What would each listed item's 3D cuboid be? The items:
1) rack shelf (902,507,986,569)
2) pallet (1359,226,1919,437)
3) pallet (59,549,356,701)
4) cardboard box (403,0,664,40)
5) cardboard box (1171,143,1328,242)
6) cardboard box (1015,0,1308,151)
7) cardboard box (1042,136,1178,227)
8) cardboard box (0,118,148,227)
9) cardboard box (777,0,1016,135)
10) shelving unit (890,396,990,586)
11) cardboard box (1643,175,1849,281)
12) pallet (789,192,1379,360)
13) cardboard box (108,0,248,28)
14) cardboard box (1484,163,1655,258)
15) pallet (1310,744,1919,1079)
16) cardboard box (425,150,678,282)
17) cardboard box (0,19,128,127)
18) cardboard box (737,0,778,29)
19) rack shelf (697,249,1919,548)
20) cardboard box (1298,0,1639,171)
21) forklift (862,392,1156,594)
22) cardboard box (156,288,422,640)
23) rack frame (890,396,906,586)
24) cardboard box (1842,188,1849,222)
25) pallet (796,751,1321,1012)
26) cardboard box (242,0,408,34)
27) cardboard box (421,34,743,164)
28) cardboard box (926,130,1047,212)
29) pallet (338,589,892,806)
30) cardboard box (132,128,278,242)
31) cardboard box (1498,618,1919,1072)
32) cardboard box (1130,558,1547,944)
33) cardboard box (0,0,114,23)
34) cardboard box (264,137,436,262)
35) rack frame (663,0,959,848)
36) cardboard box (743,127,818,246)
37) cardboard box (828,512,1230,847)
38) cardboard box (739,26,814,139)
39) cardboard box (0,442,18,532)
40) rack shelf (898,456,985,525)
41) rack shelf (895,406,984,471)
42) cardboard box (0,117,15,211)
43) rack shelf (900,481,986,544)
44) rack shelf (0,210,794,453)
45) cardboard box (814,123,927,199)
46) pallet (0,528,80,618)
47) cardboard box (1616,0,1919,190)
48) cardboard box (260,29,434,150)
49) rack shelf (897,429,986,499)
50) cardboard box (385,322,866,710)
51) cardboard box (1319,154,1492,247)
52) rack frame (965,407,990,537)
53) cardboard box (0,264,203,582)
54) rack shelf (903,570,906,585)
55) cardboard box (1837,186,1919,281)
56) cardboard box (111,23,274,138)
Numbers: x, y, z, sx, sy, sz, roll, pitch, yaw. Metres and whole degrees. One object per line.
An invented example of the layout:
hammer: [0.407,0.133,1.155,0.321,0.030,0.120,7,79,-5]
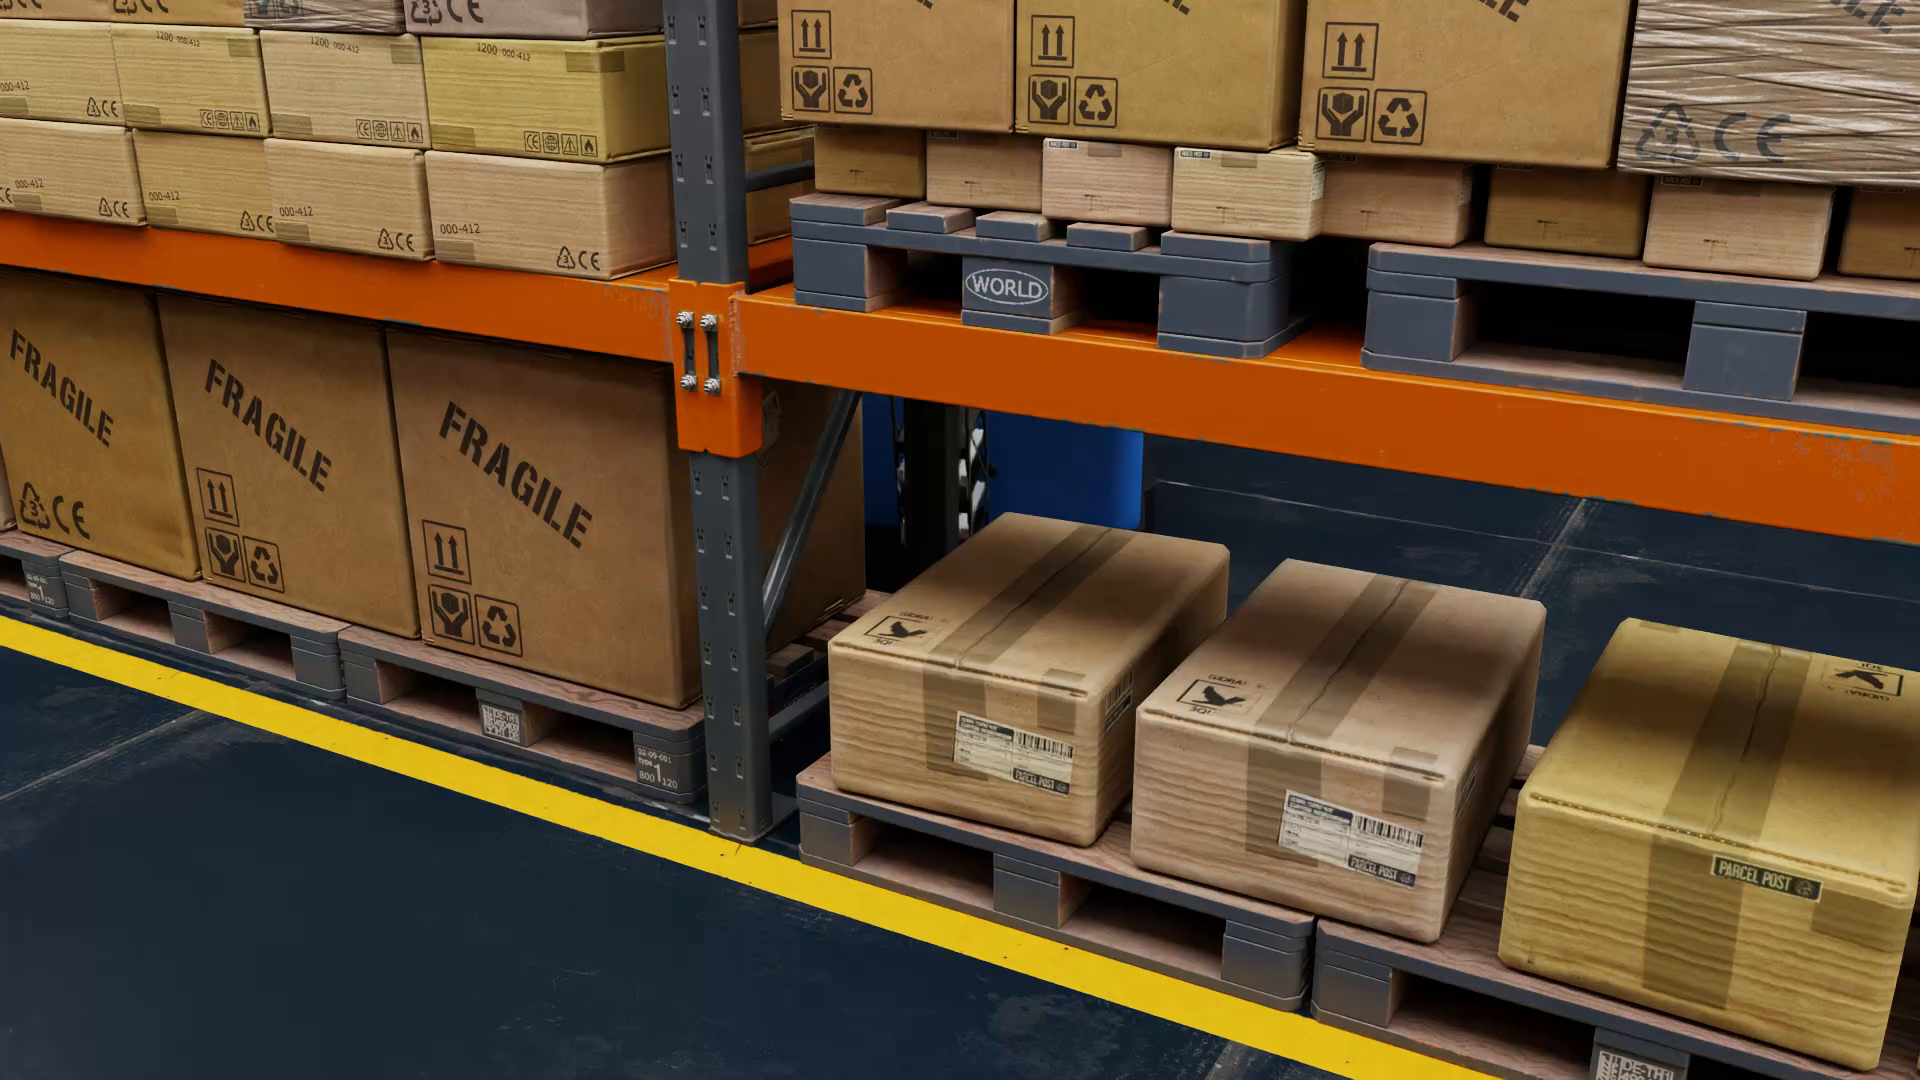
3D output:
rack shelf: [-0.041,-0.008,4.834,0.200,0.077,0.258,6,37,11]
pallet: [1.452,-0.443,2.970,1.213,0.211,1.003,11,23,27]
pallet: [-2.009,0.103,5.270,1.213,0.211,1.003,11,23,27]
cardboard box: [-0.875,-1.376,3.646,0.500,0.500,0.500,10,22,26]
cardboard box: [0.574,-0.652,3.017,0.250,0.149,0.380,11,23,28]
cardboard box: [0.442,-1.007,3.043,0.500,0.500,0.500,12,23,30]
cardboard box: [0.343,-0.704,3.161,0.250,0.149,0.380,9,22,24]
cardboard box: [-2.209,-1.032,4.532,0.500,0.250,0.500,10,22,26]
cardboard box: [-0.016,-1.091,3.276,0.500,0.500,0.500,10,22,26]
shelving unit: [-0.045,-0.108,4.761,0.210,0.900,0.258,6,37,11]
cardboard box: [1.284,-0.537,2.700,0.250,0.149,0.380,12,23,29]
pallet: [0.378,-0.674,3.605,1.003,0.211,1.213,11,23,27]
cardboard box: [-1.758,-1.543,4.108,0.500,0.500,0.500,11,23,27]
cardboard box: [1.088,-0.600,2.874,0.250,0.149,0.380,12,23,29]
pallet: [1.446,0.794,3.367,1.213,0.211,1.003,11,23,27]
cardboard box: [-0.865,-0.787,3.856,0.500,0.250,0.500,10,22,25]
cardboard box: [-2.203,-1.270,4.453,0.500,0.250,0.500,10,22,26]
cardboard box: [-0.608,-1.523,4.051,0.500,0.500,0.500,10,22,26]
rack shelf: [1.450,-0.180,3.017,4.000,0.370,1.077,11,23,27]
cardboard box: [0.909,-0.920,2.805,0.500,0.500,0.500,11,23,28]
forklift: [0.174,-1.629,6.057,1.130,2.935,3.031,2,20,5]
cardboard box: [-1.636,-0.338,4.899,0.875,0.875,0.875,11,23,28]
rack frame: [-0.144,-0.119,4.781,0.006,0.900,0.240,6,37,11]
cardboard box: [1.743,-0.676,3.082,0.250,0.149,0.380,12,23,29]
pallet: [0.385,0.591,3.927,1.213,0.211,1.003,11,23,27]
cardboard box: [-1.327,-1.459,3.875,0.500,0.500,0.500,11,23,28]
cardboard box: [-0.843,-1.020,3.765,0.500,0.250,0.500,11,23,27]
cardboard box: [0.127,-0.764,3.324,0.250,0.149,0.380,9,22,24]
pallet: [-0.948,0.307,4.710,1.213,0.211,1.003,11,23,27]
cardboard box: [-1.750,-0.956,4.321,0.500,0.250,0.500,11,22,27]
cardboard box: [1.499,0.532,3.237,0.625,0.372,0.950,12,23,29]
cardboard box: [0.840,0.404,3.589,0.625,0.372,0.950,10,22,26]
cardboard box: [-2.196,-1.630,4.346,0.500,0.500,0.500,10,22,26]
cardboard box: [-1.318,-0.867,4.077,0.500,0.250,0.500,11,23,28]
rack frame: [-0.296,-0.851,3.811,0.127,3.000,1.000,11,23,27]
cardboard box: [-0.601,-0.936,4.268,0.500,0.250,0.500,10,22,26]
cardboard box: [0.192,0.284,3.921,0.625,0.372,0.950,9,22,24]
cardboard box: [-0.618,-1.173,4.187,0.500,0.250,0.500,11,22,27]
cardboard box: [-3.208,-0.635,5.717,0.875,0.875,0.875,12,23,29]
rack shelf: [-0.046,-0.154,4.728,0.200,0.077,0.258,6,37,11]
rack shelf: [-0.052,-0.300,4.622,0.200,0.077,0.258,6,37,11]
cardboard box: [-2.641,-1.118,4.768,0.500,0.250,0.500,11,22,27]
rack shelf: [-0.043,-0.081,4.781,0.200,0.077,0.258,6,37,11]
rack shelf: [-2.042,-0.845,4.851,4.000,0.370,1.077,11,23,27]
cardboard box: [-0.103,-0.821,3.481,0.250,0.149,0.380,9,22,24]
pallet: [-3.078,-0.099,5.829,1.213,0.211,1.003,11,23,27]
cardboard box: [1.342,-0.835,2.569,0.500,0.500,0.500,10,22,25]
cardboard box: [-1.293,-1.104,3.997,0.500,0.250,0.500,10,22,26]
rack shelf: [-0.049,-0.227,4.675,0.200,0.077,0.258,6,37,11]
cardboard box: [-0.859,-0.189,4.487,0.875,0.875,0.875,11,22,27]
cardboard box: [0.822,-0.636,2.971,0.250,0.149,0.380,12,23,30]
rack frame: [0.055,-0.098,4.742,0.006,0.900,0.240,6,37,11]
cardboard box: [-2.416,-0.487,5.310,0.875,0.875,0.875,12,23,29]
rack shelf: [-0.038,0.064,4.887,0.200,0.077,0.258,6,37,11]
cardboard box: [1.548,-0.517,2.643,0.250,0.149,0.380,10,22,25]
cardboard box: [-1.750,-1.183,4.215,0.500,0.250,0.500,10,22,26]
